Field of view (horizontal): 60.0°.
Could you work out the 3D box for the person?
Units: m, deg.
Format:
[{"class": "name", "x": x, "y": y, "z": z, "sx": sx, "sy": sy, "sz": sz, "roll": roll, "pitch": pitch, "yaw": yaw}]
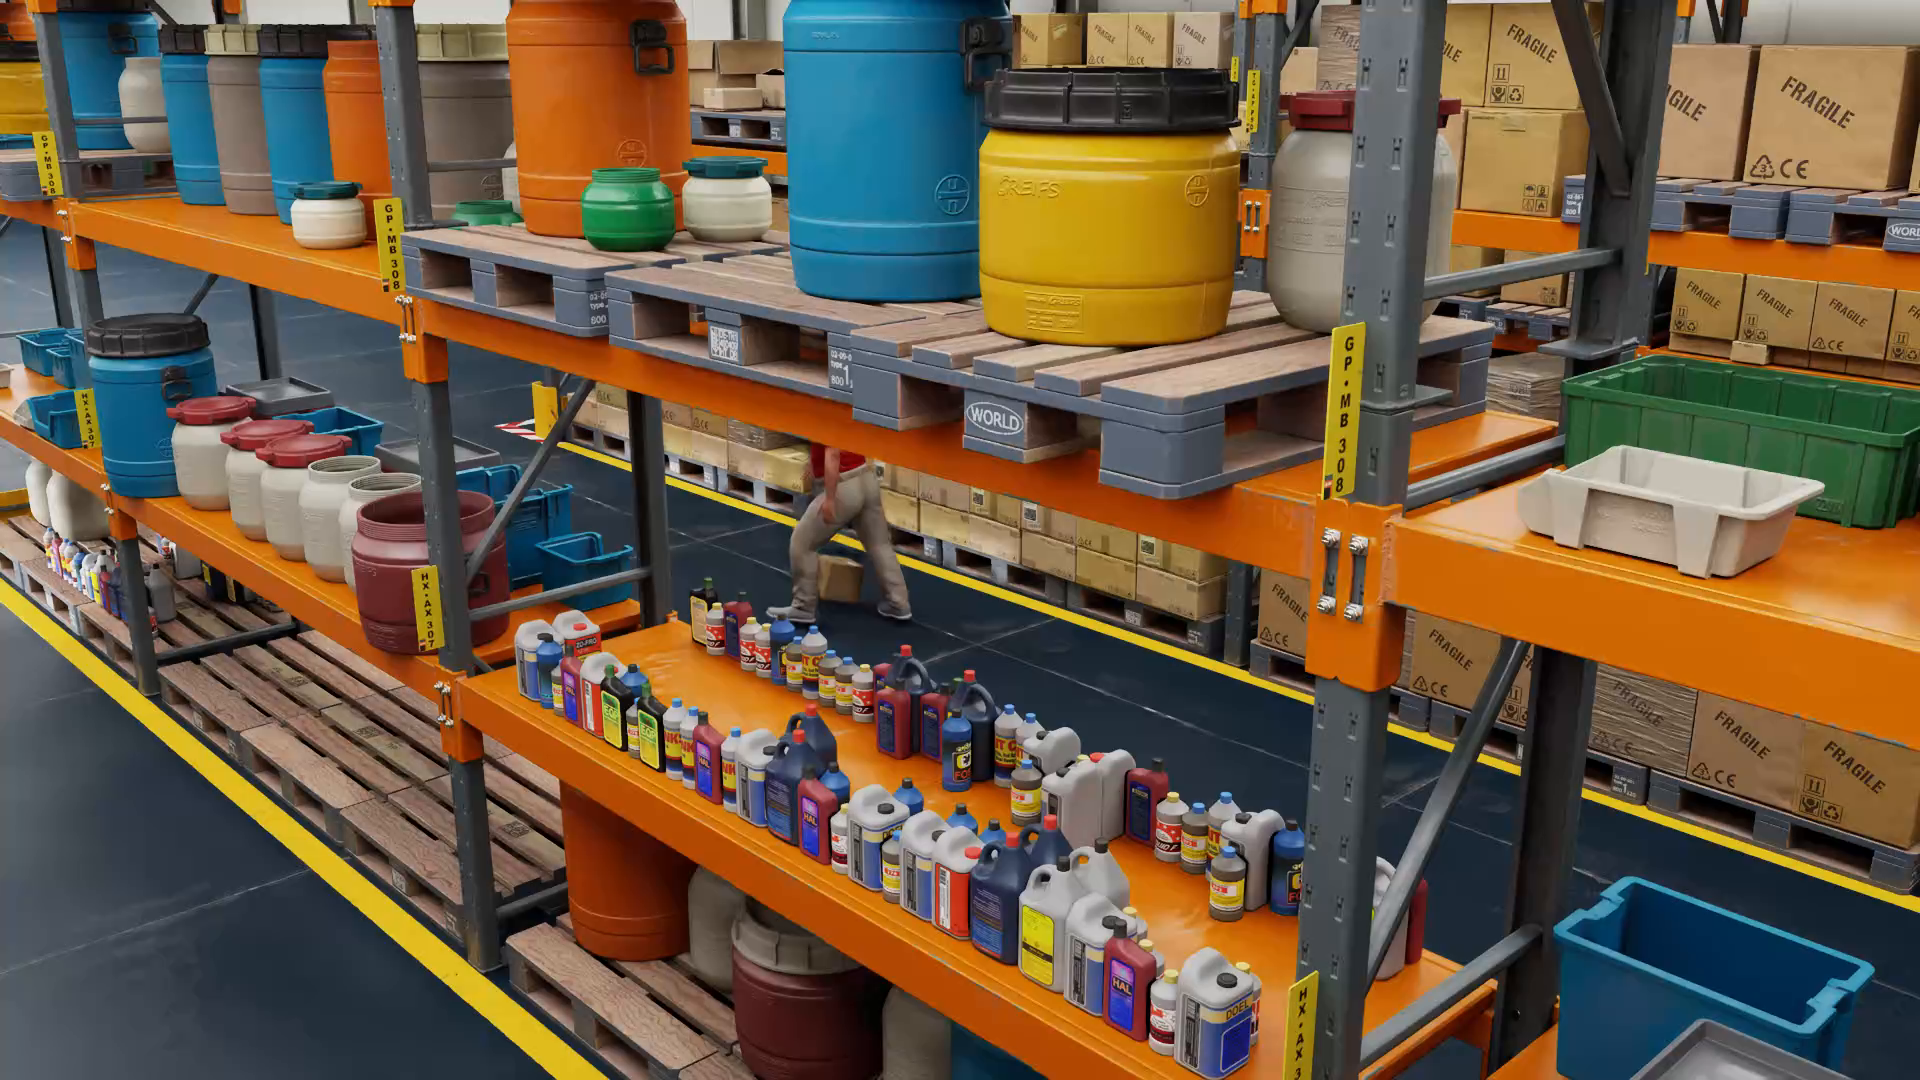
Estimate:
[{"class": "person", "x": -0.748, "y": -0.286, "z": 10.553, "sx": 0.815, "sy": 1.671, "sz": 0.696, "roll": 10, "pitch": 20, "yaw": 30}]
